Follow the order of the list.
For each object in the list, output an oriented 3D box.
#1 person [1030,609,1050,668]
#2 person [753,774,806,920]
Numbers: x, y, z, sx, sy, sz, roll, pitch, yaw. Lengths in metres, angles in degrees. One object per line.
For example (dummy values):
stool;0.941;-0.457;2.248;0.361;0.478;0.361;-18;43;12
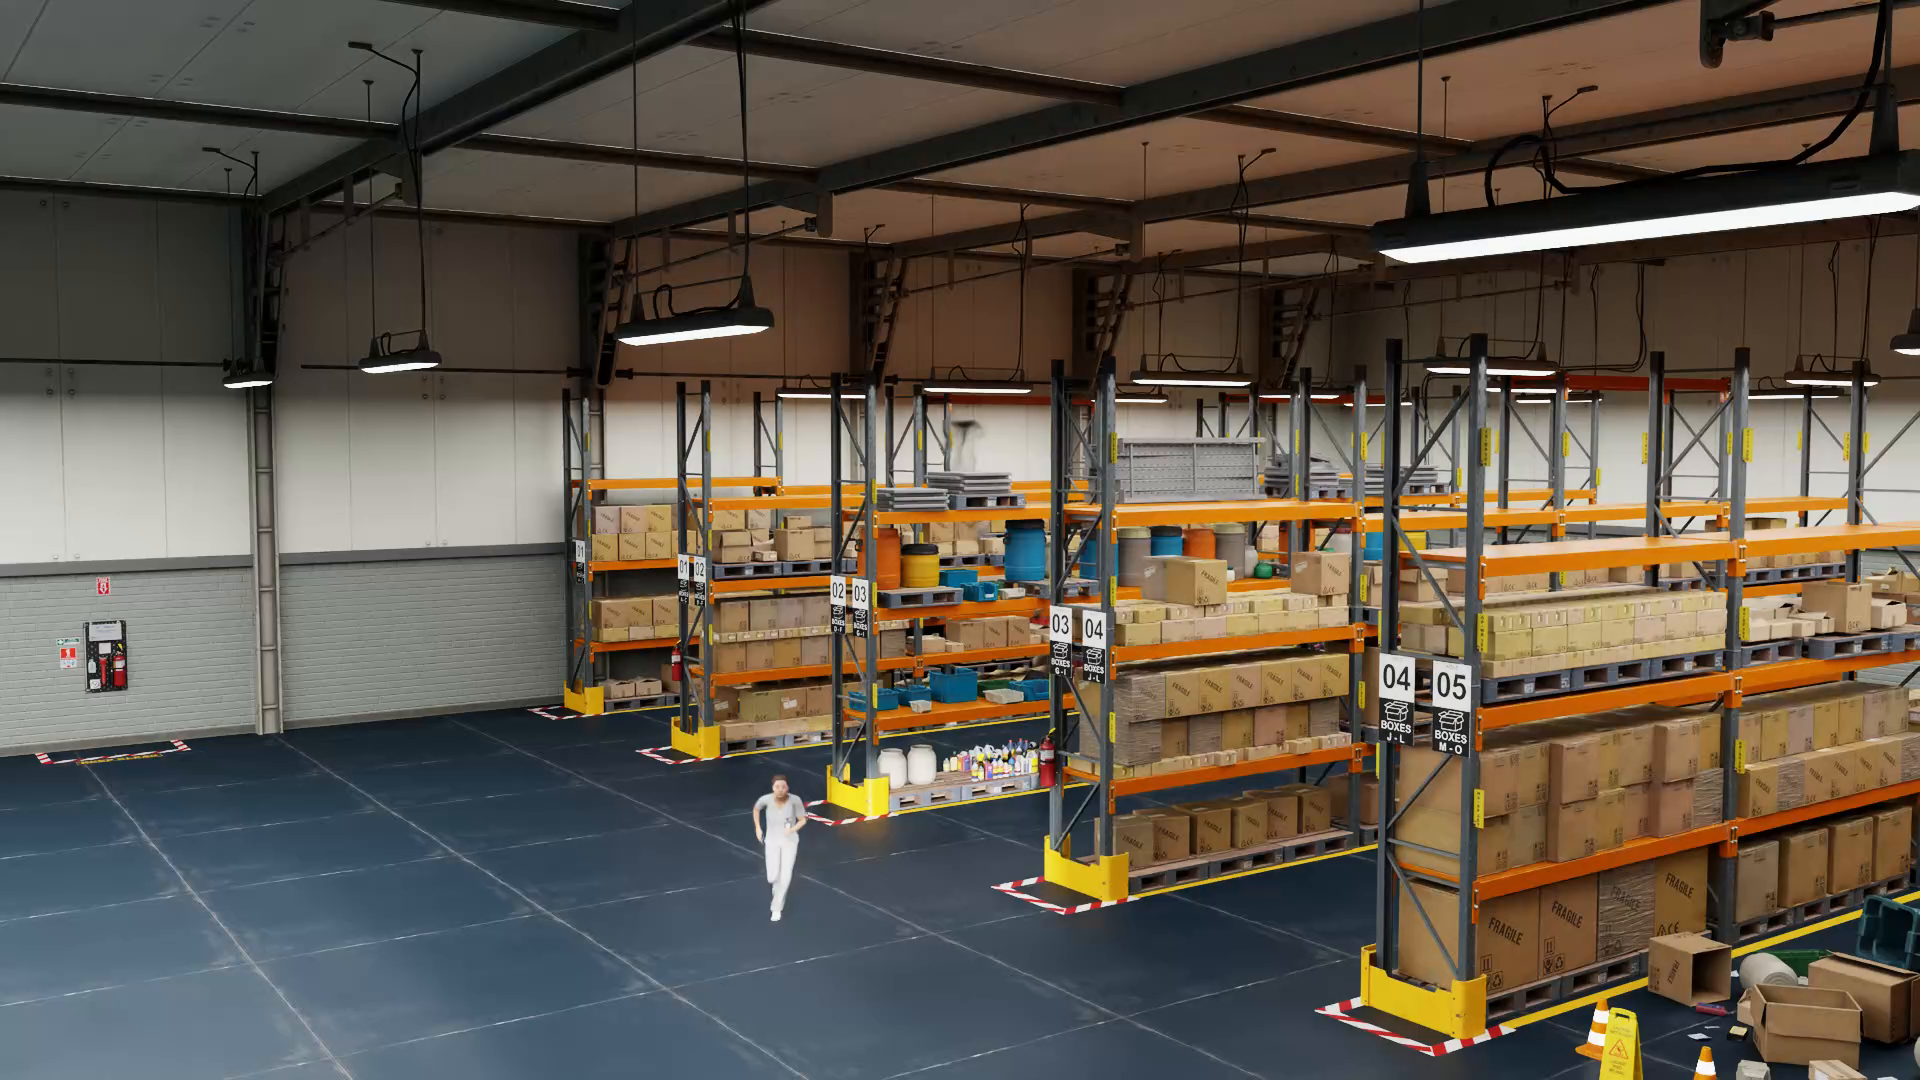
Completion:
person;1.661;2.188;33.213;0.857;1.759;0.688;-3;5;-40
person;-1.912;3.251;17.651;0.553;1.590;0.688;-1;4;-8
